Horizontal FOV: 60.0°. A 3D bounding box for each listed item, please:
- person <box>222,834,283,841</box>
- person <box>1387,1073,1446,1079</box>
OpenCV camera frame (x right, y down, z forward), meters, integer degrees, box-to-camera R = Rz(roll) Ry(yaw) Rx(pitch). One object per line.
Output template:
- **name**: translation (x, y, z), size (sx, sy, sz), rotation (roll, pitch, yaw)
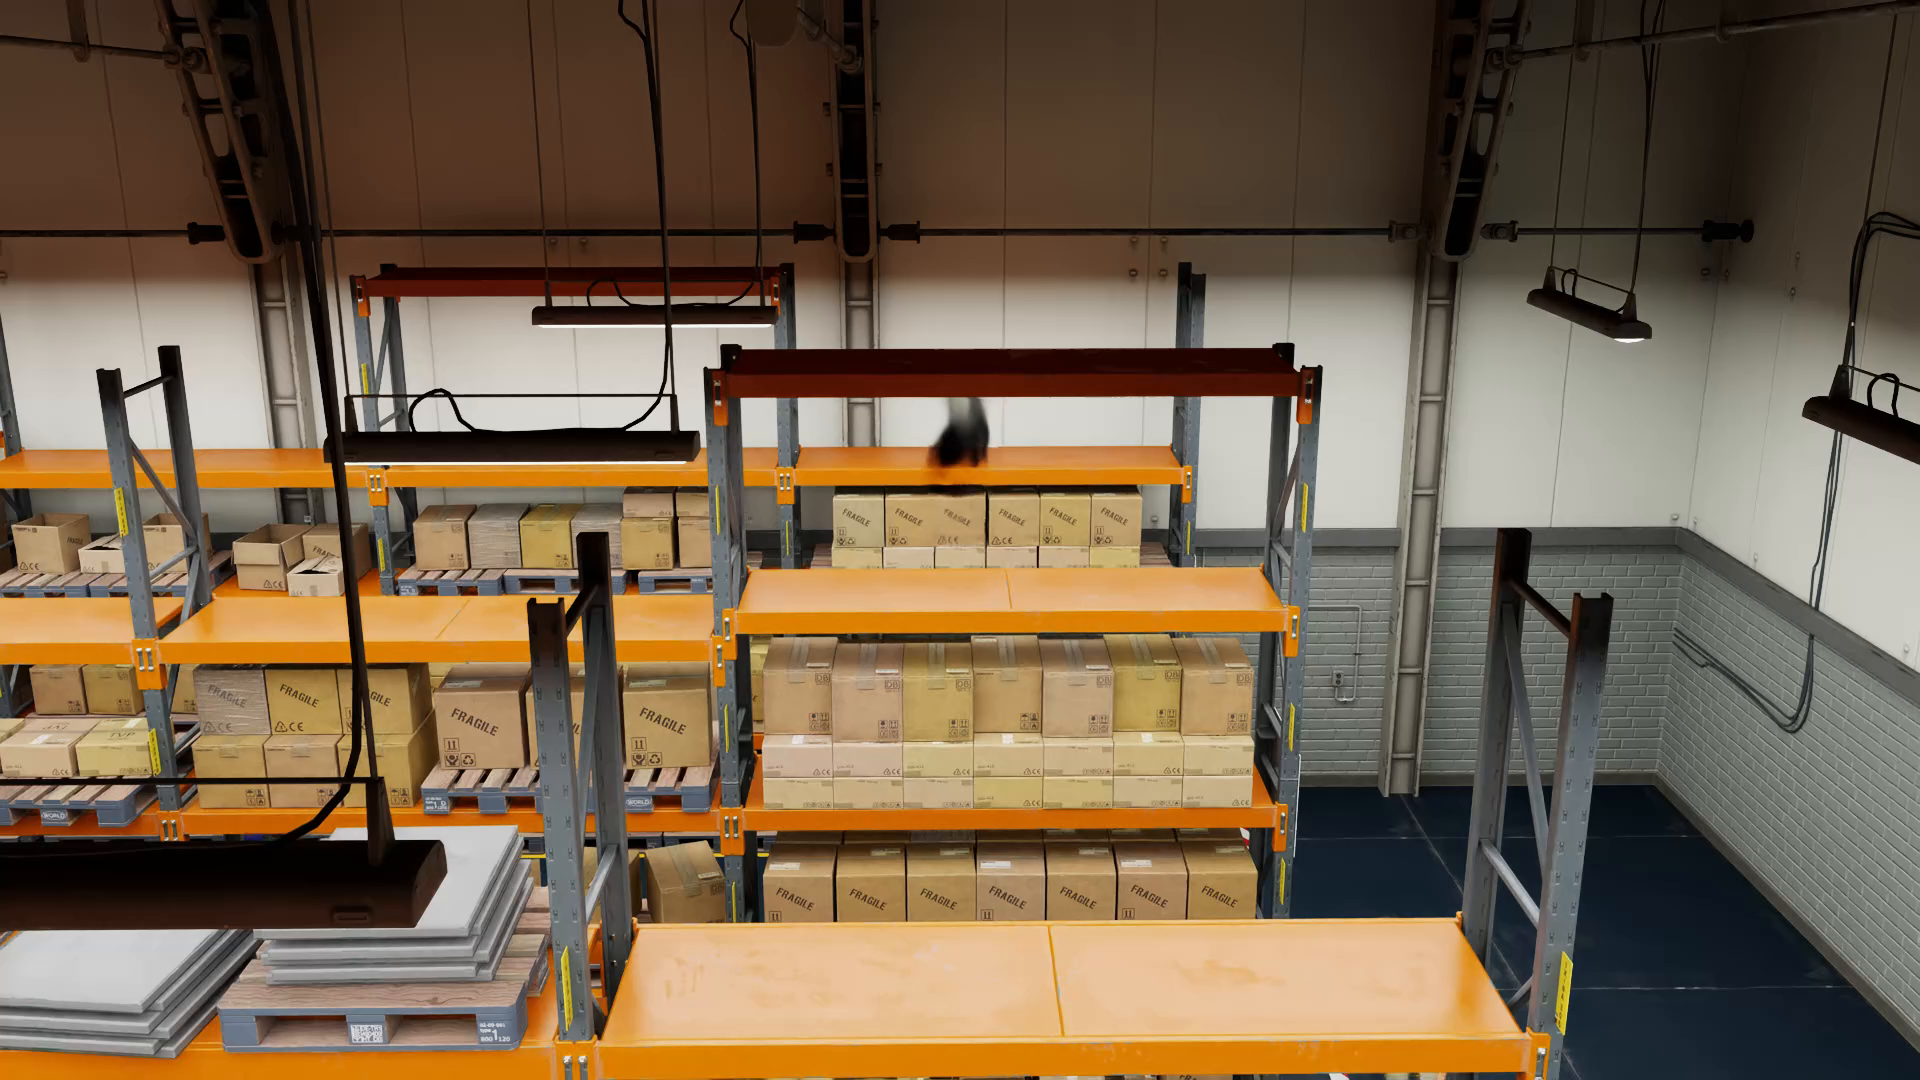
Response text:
- **person**: translation (-6.504, 3.054, 15.177), size (0.760, 1.597, 0.572), rotation (1, 16, 2)
- **person**: translation (3.393, 3.844, 12.500), size (0.601, 1.591, 0.604), rotation (4, 17, 14)
